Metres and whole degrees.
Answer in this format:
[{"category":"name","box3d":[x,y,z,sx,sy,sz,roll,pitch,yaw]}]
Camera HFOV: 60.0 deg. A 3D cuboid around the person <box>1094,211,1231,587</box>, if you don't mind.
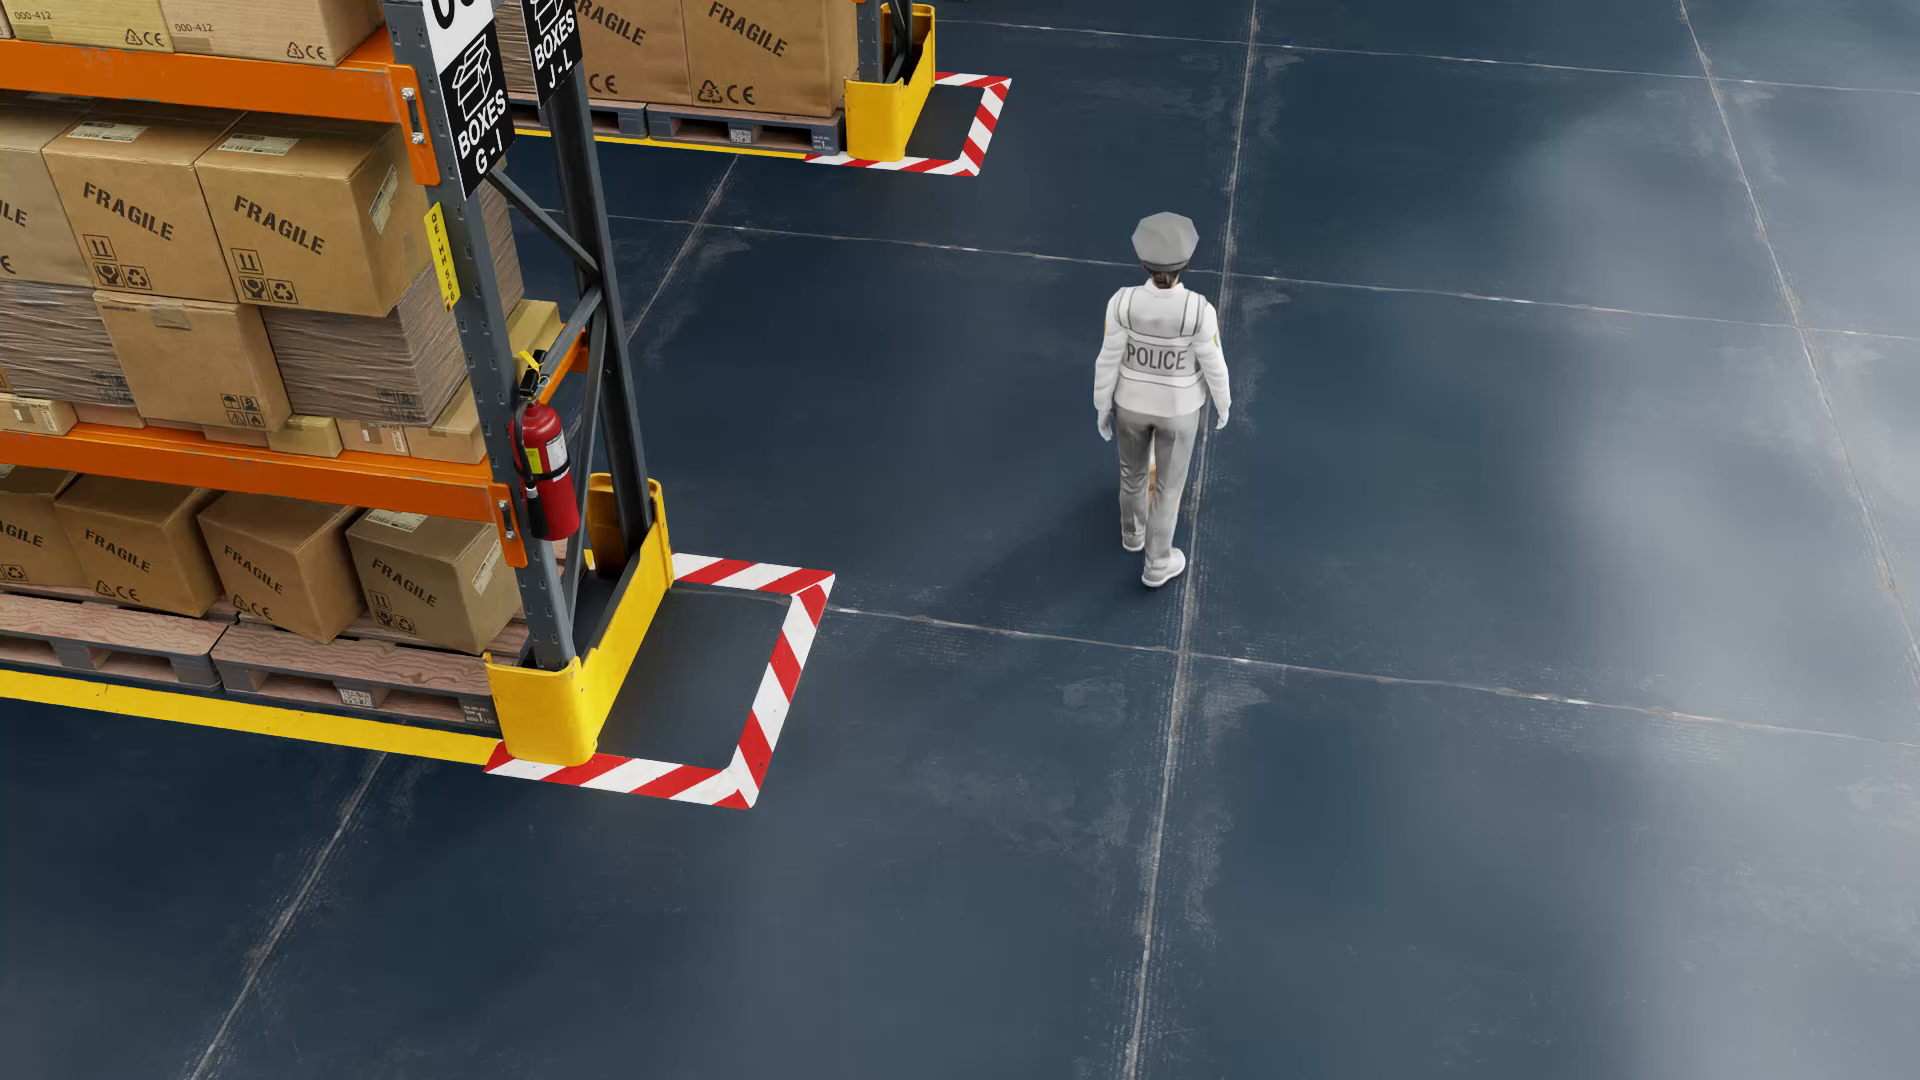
[{"category":"person","box3d":[0.839,-0.578,6.793,0.534,1.692,0.500,12,42,14]}]
